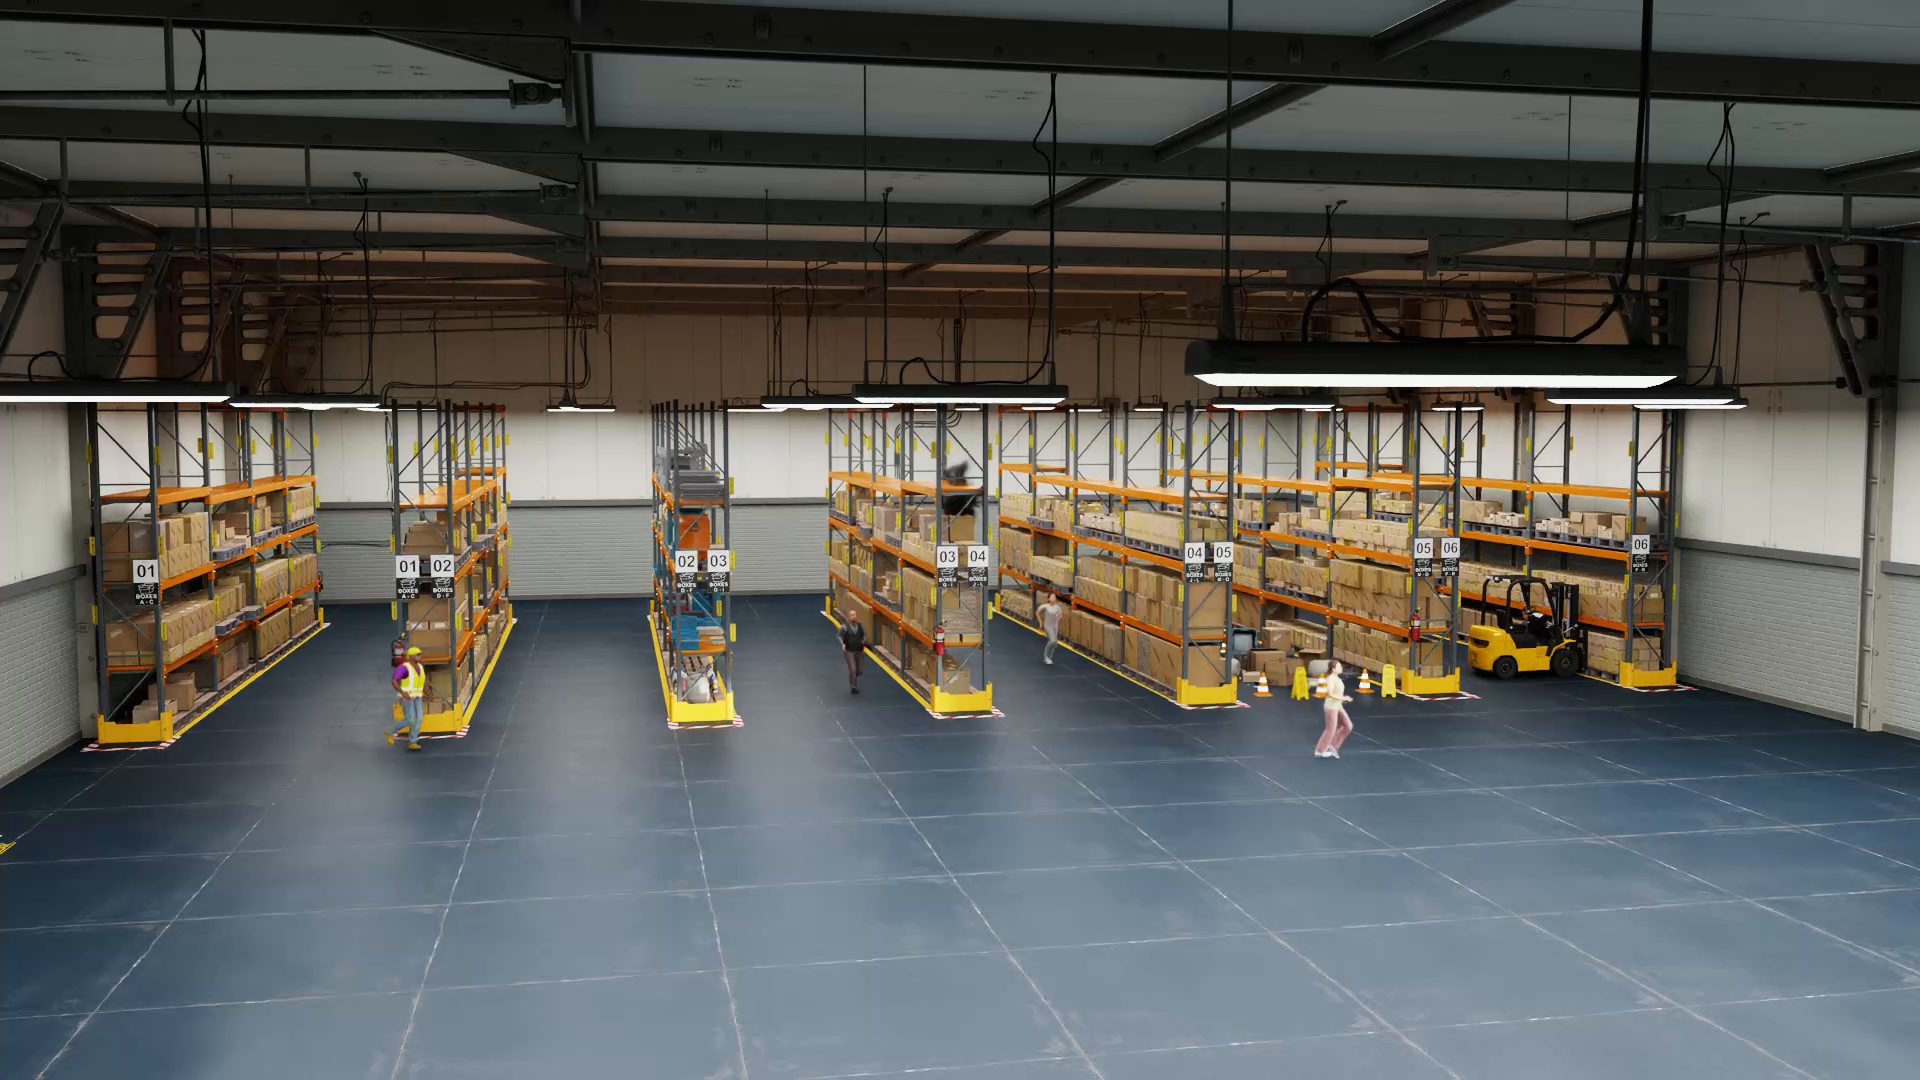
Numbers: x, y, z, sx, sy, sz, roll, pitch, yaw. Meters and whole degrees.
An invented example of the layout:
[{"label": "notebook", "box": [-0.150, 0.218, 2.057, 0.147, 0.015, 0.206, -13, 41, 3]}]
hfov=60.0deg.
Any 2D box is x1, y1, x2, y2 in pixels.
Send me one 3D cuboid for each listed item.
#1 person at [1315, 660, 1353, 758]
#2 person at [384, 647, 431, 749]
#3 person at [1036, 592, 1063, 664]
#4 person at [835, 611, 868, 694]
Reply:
[{"label": "person", "box": [6.232, 2.818, 27.621, 0.647, 1.678, 0.605, 2, 5, 30]}, {"label": "person", "box": [-9.447, 2.712, 28.653, 0.721, 1.712, 0.744, 2, 5, 23]}, {"label": "person", "box": [2.091, 2.018, 38.015, 0.552, 1.639, 0.613, -2, 5, -27]}, {"label": "person", "box": [-2.213, 2.300, 34.280, 0.667, 1.685, 0.779, -2, 5, -22]}]
